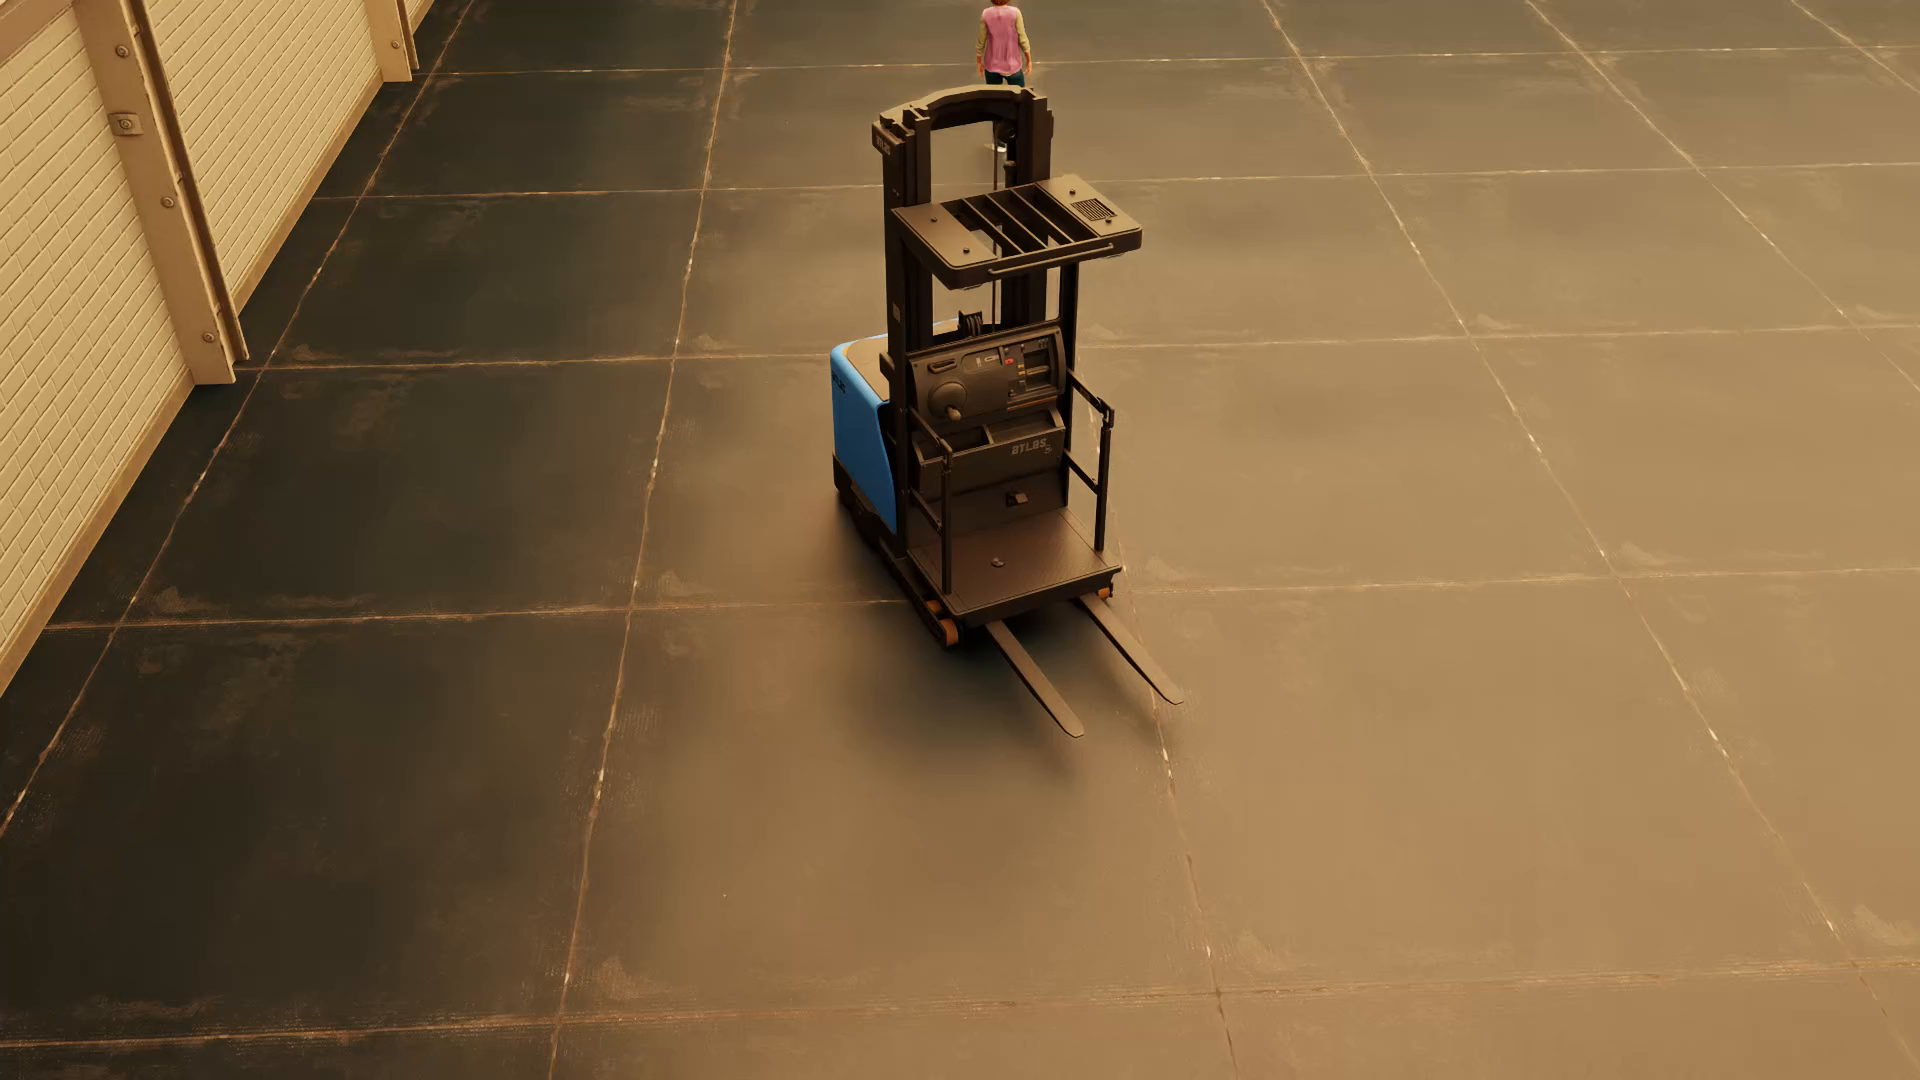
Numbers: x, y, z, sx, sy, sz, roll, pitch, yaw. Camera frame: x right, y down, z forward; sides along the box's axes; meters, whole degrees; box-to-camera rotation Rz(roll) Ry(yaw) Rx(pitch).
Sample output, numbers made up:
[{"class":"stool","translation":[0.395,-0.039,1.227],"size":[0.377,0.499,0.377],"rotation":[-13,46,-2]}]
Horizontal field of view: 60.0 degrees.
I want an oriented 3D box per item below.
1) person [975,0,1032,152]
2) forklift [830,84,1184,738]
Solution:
[{"class":"person","translation":[0.411,-4.288,15.038],"size":[0.519,1.576,0.474],"rotation":[5,36,7]},{"class":"forklift","translation":[0.258,-0.860,9.192],"size":[1.130,2.935,3.031],"rotation":[-15,39,-20]}]
